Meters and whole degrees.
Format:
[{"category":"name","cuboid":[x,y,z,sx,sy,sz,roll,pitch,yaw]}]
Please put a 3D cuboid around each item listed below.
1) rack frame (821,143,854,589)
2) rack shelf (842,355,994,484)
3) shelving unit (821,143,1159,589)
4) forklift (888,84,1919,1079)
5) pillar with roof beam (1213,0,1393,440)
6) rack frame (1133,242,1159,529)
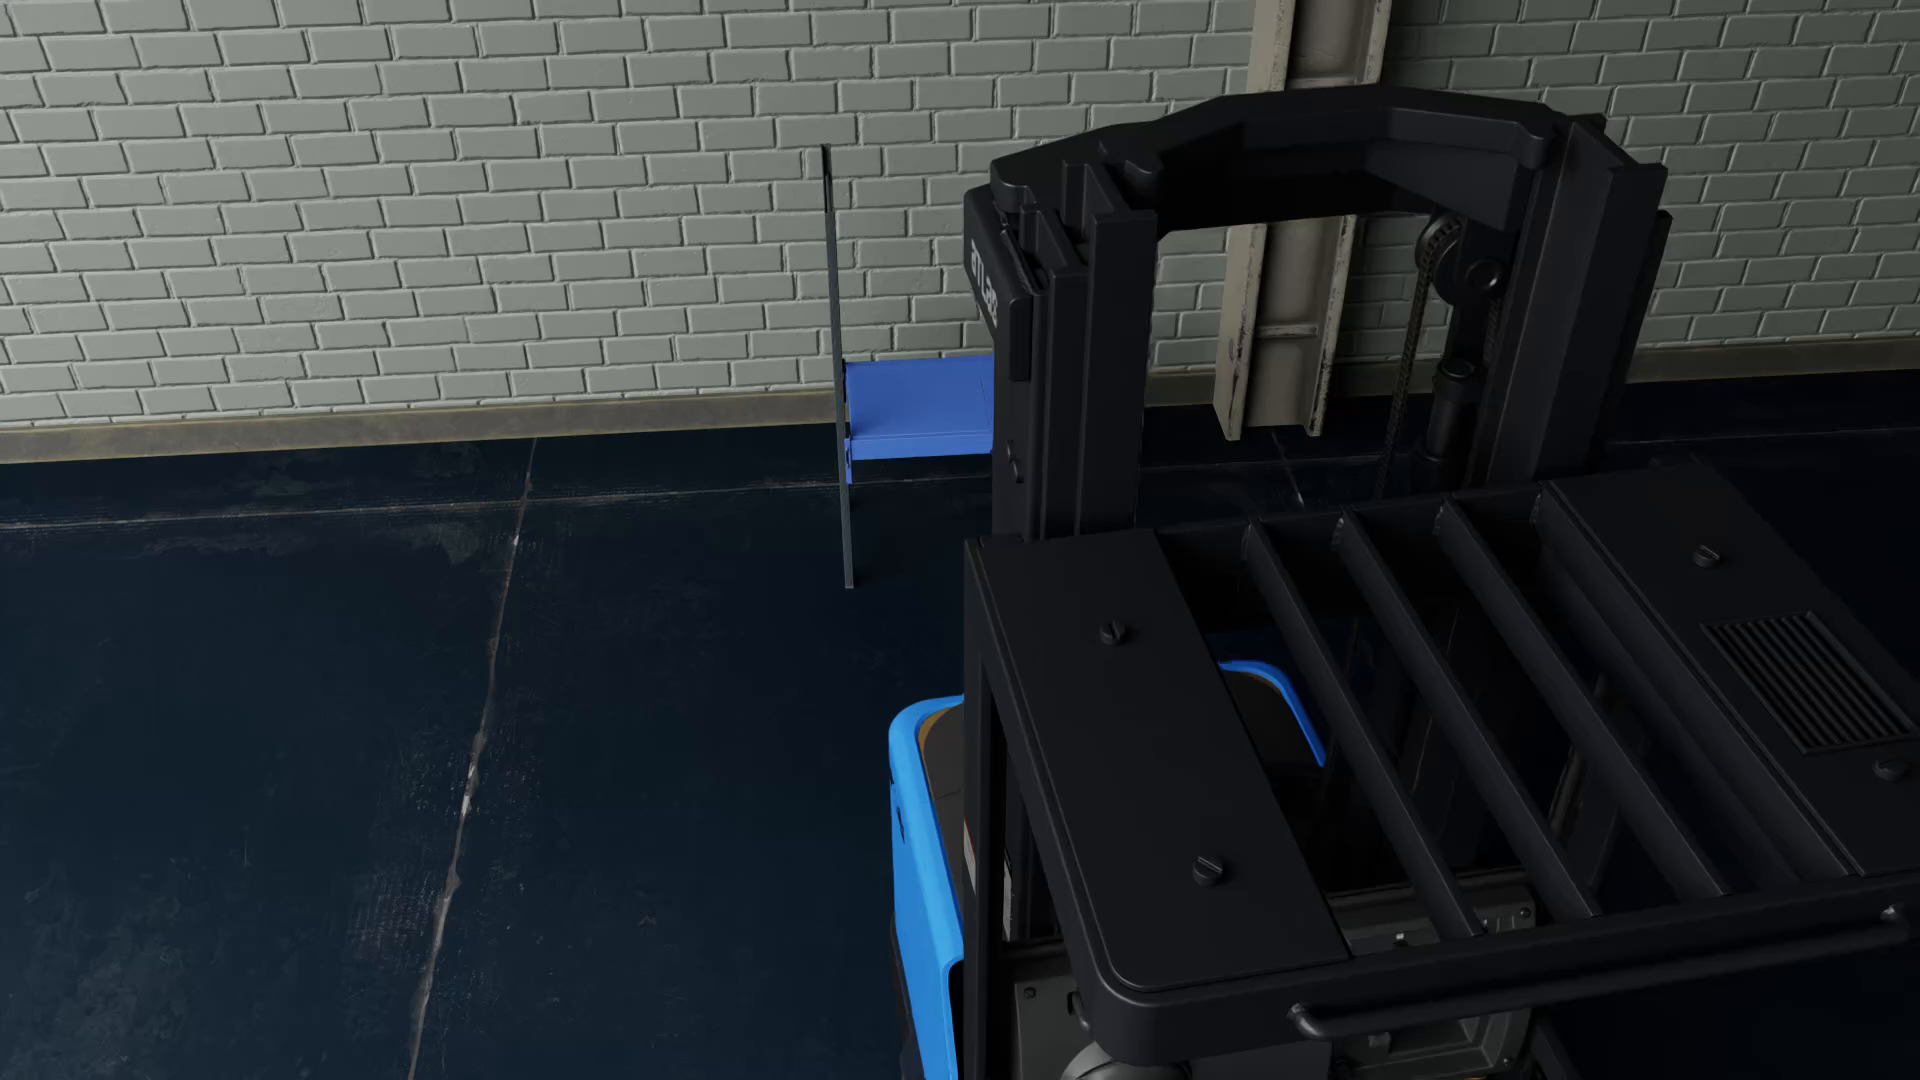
[{"category":"rack frame","cuboid":[-0.421,-0.566,5.756,0.032,1.500,0.500,-3,38,-4]},{"category":"rack shelf","cuboid":[0.085,-0.452,5.903,1.000,0.185,0.538,-3,38,-4]},{"category":"shelving unit","cuboid":[0.085,-0.593,5.791,1.048,1.500,0.538,-3,38,-4]},{"category":"forklift","cuboid":[0.595,0.926,2.710,1.130,2.935,3.031,-7,39,-9]},{"category":"pillar with roof beam","cuboid":[1.651,-1.387,0.743,0.400,9.000,9.100,-3,38,-4]},{"category":"rack frame","cuboid":[0.591,-0.621,5.827,0.032,1.500,0.500,-3,38,-4]}]
